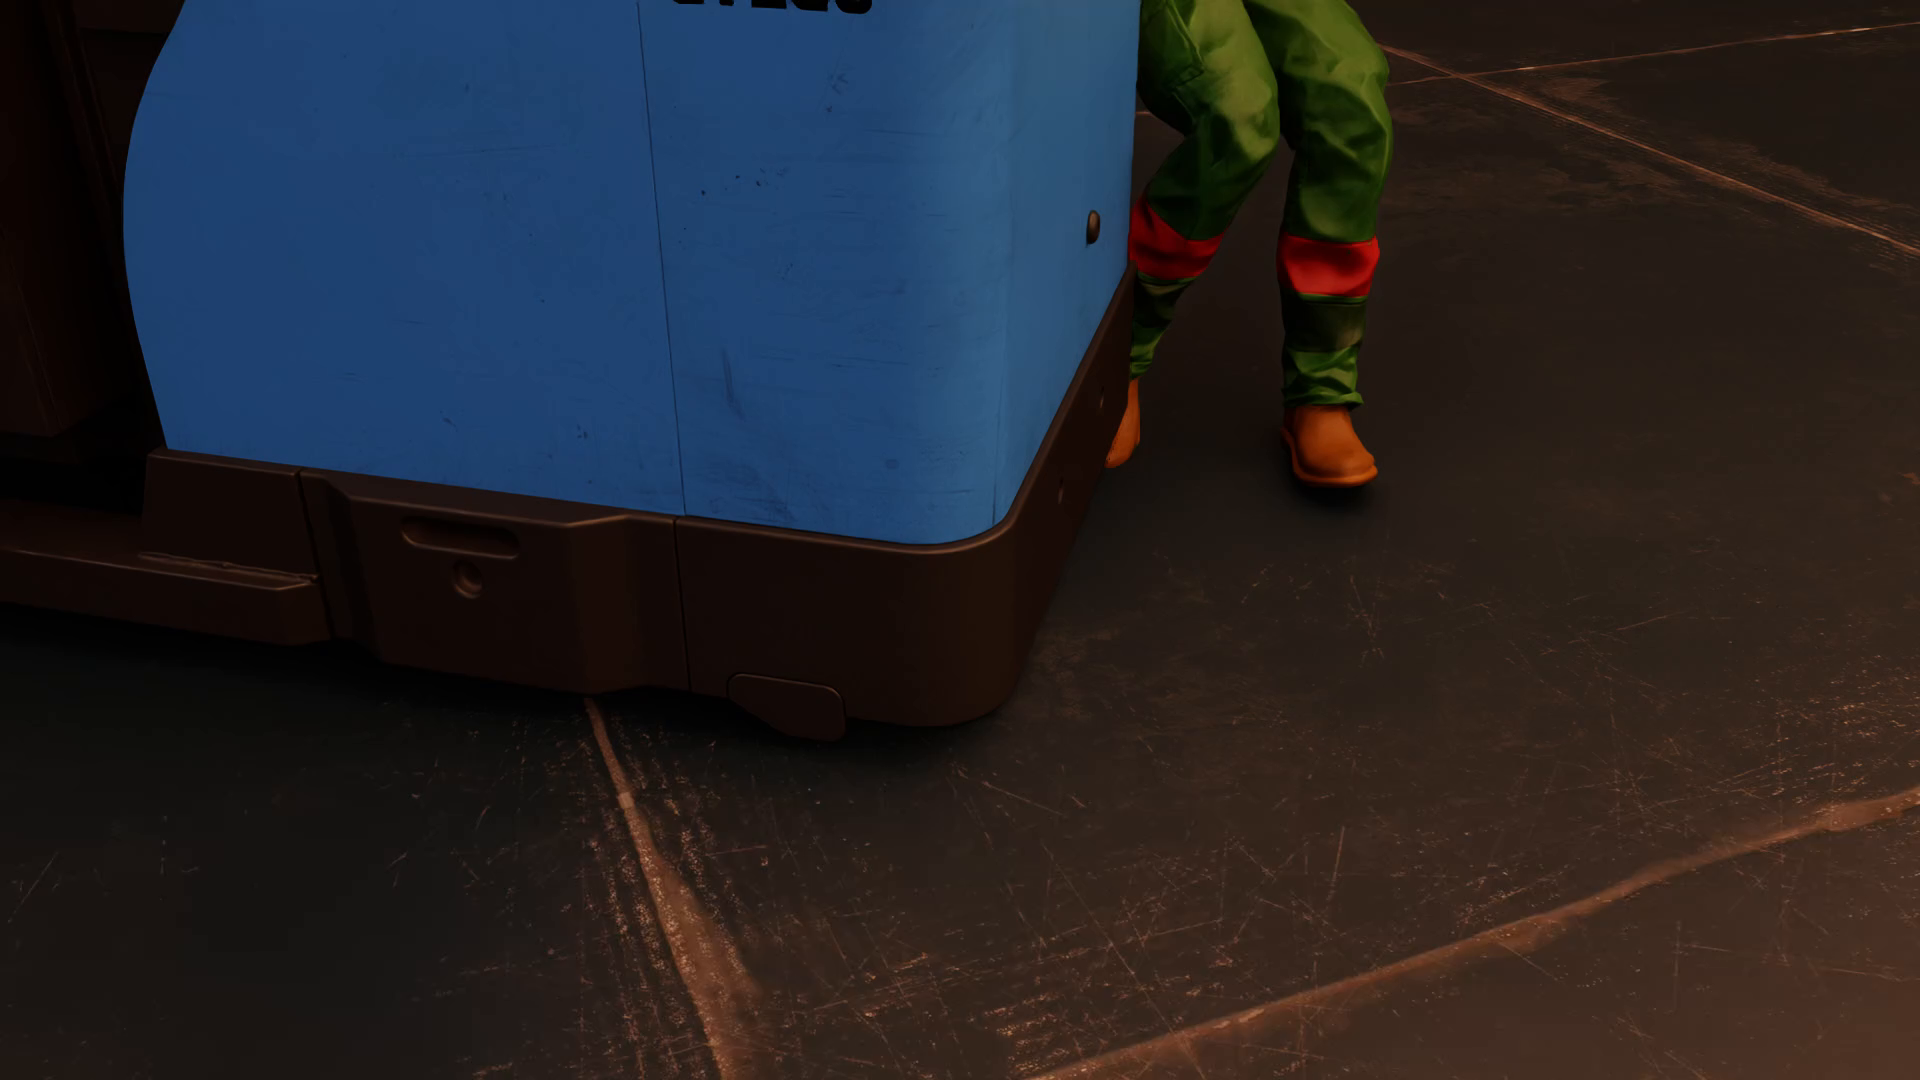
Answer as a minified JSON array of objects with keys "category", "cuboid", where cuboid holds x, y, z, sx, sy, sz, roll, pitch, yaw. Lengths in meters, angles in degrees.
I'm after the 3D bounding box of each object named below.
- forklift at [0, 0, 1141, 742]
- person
[{"category":"forklift","cuboid":[-1.297,-1.417,2.026,3.031,2.935,1.130,7,30,13]},{"category":"person","cuboid":[0.509,-0.910,2.577,0.817,1.547,0.882,-12,32,-21]}]
